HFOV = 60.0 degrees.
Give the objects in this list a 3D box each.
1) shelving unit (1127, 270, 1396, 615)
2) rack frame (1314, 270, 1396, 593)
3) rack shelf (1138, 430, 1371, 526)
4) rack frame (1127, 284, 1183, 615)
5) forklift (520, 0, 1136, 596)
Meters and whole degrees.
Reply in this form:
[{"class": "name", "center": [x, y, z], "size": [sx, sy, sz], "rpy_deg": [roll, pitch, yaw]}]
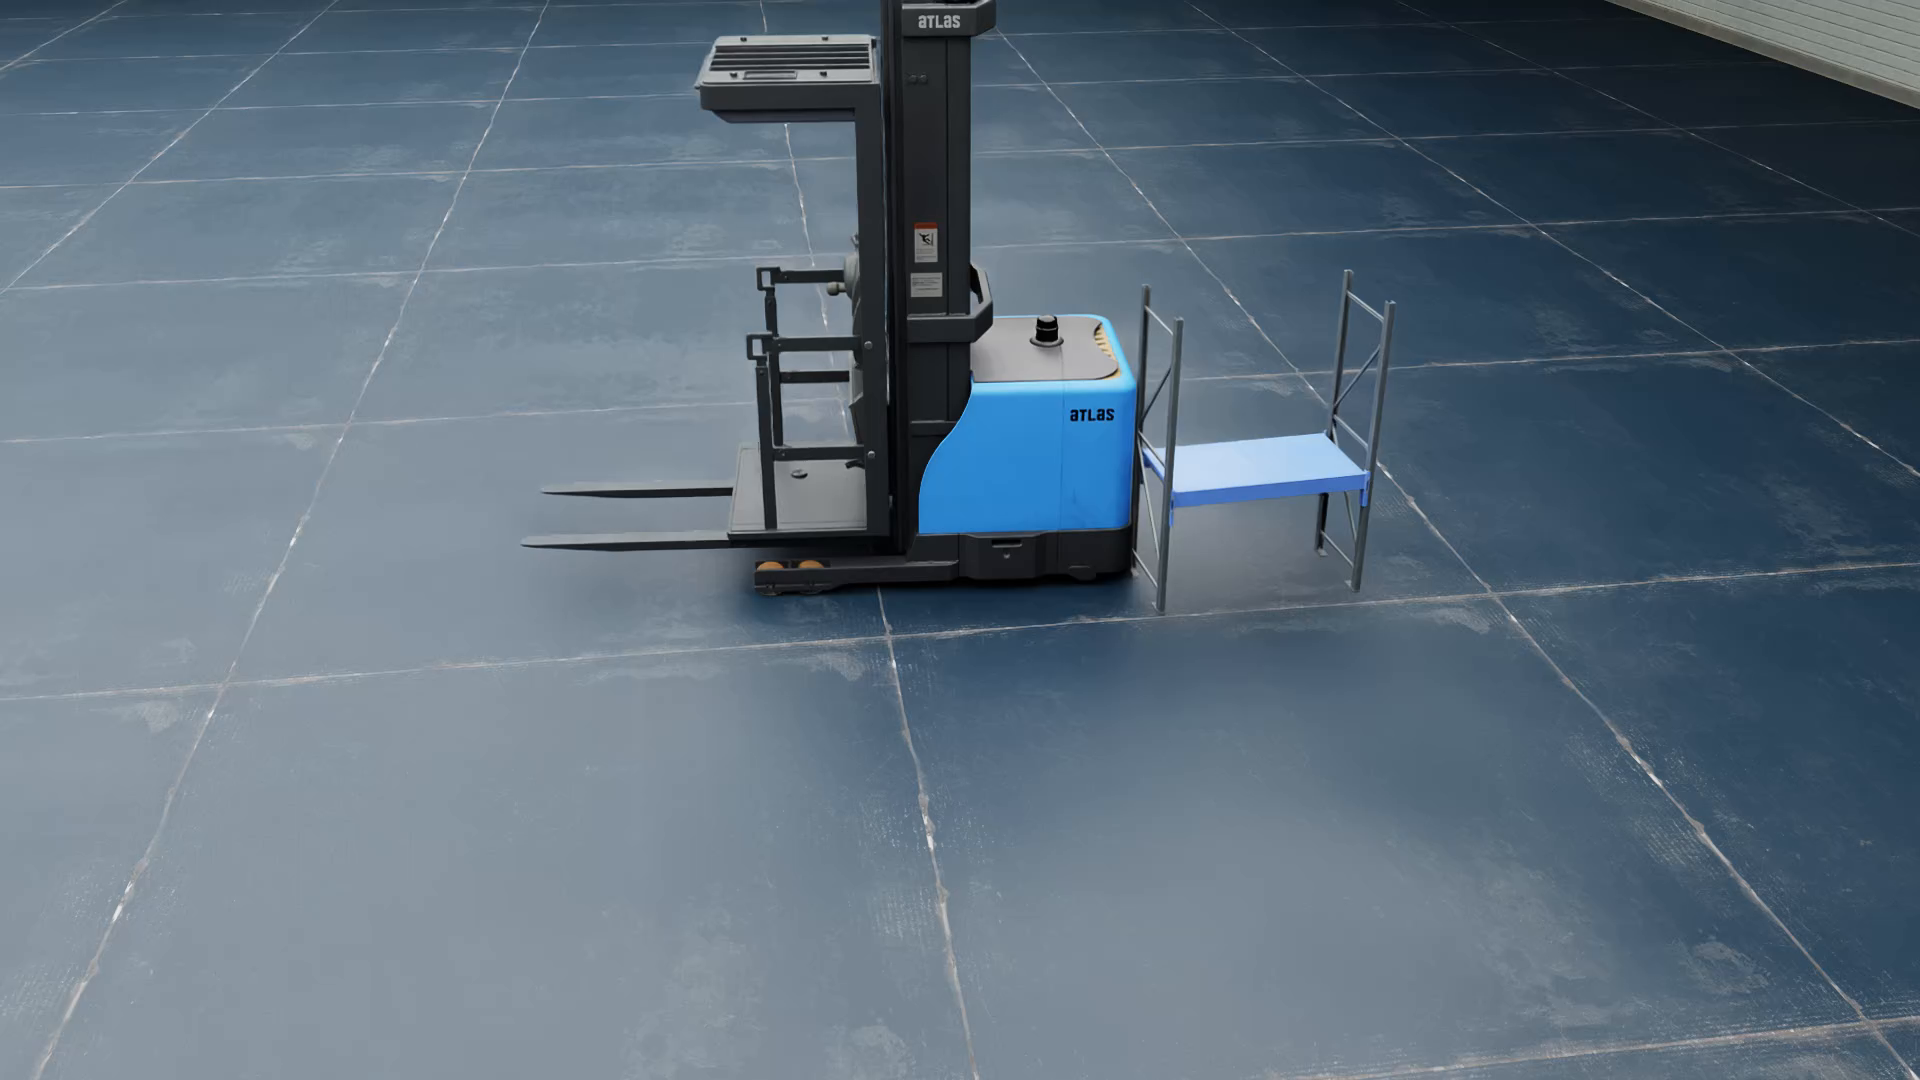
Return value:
[{"class": "shelving unit", "center": [1.418, -0.469, 8.022], "size": [1.048, 1.500, 0.538], "rpy_deg": [-6, 28, -11]}, {"class": "rack frame", "center": [1.915, -0.519, 8.119], "size": [0.032, 1.500, 0.500], "rpy_deg": [-6, 28, -11]}, {"class": "rack shelf", "center": [1.418, -0.309, 8.104], "size": [1.000, 0.185, 0.538], "rpy_deg": [-6, 28, -11]}, {"class": "rack frame", "center": [0.922, -0.420, 7.925], "size": [0.032, 1.500, 0.500], "rpy_deg": [-6, 28, -11]}, {"class": "forklift", "center": [-0.685, -1.277, 8.028], "size": [3.031, 2.935, 1.130], "rpy_deg": [-2, 27, -3]}]
